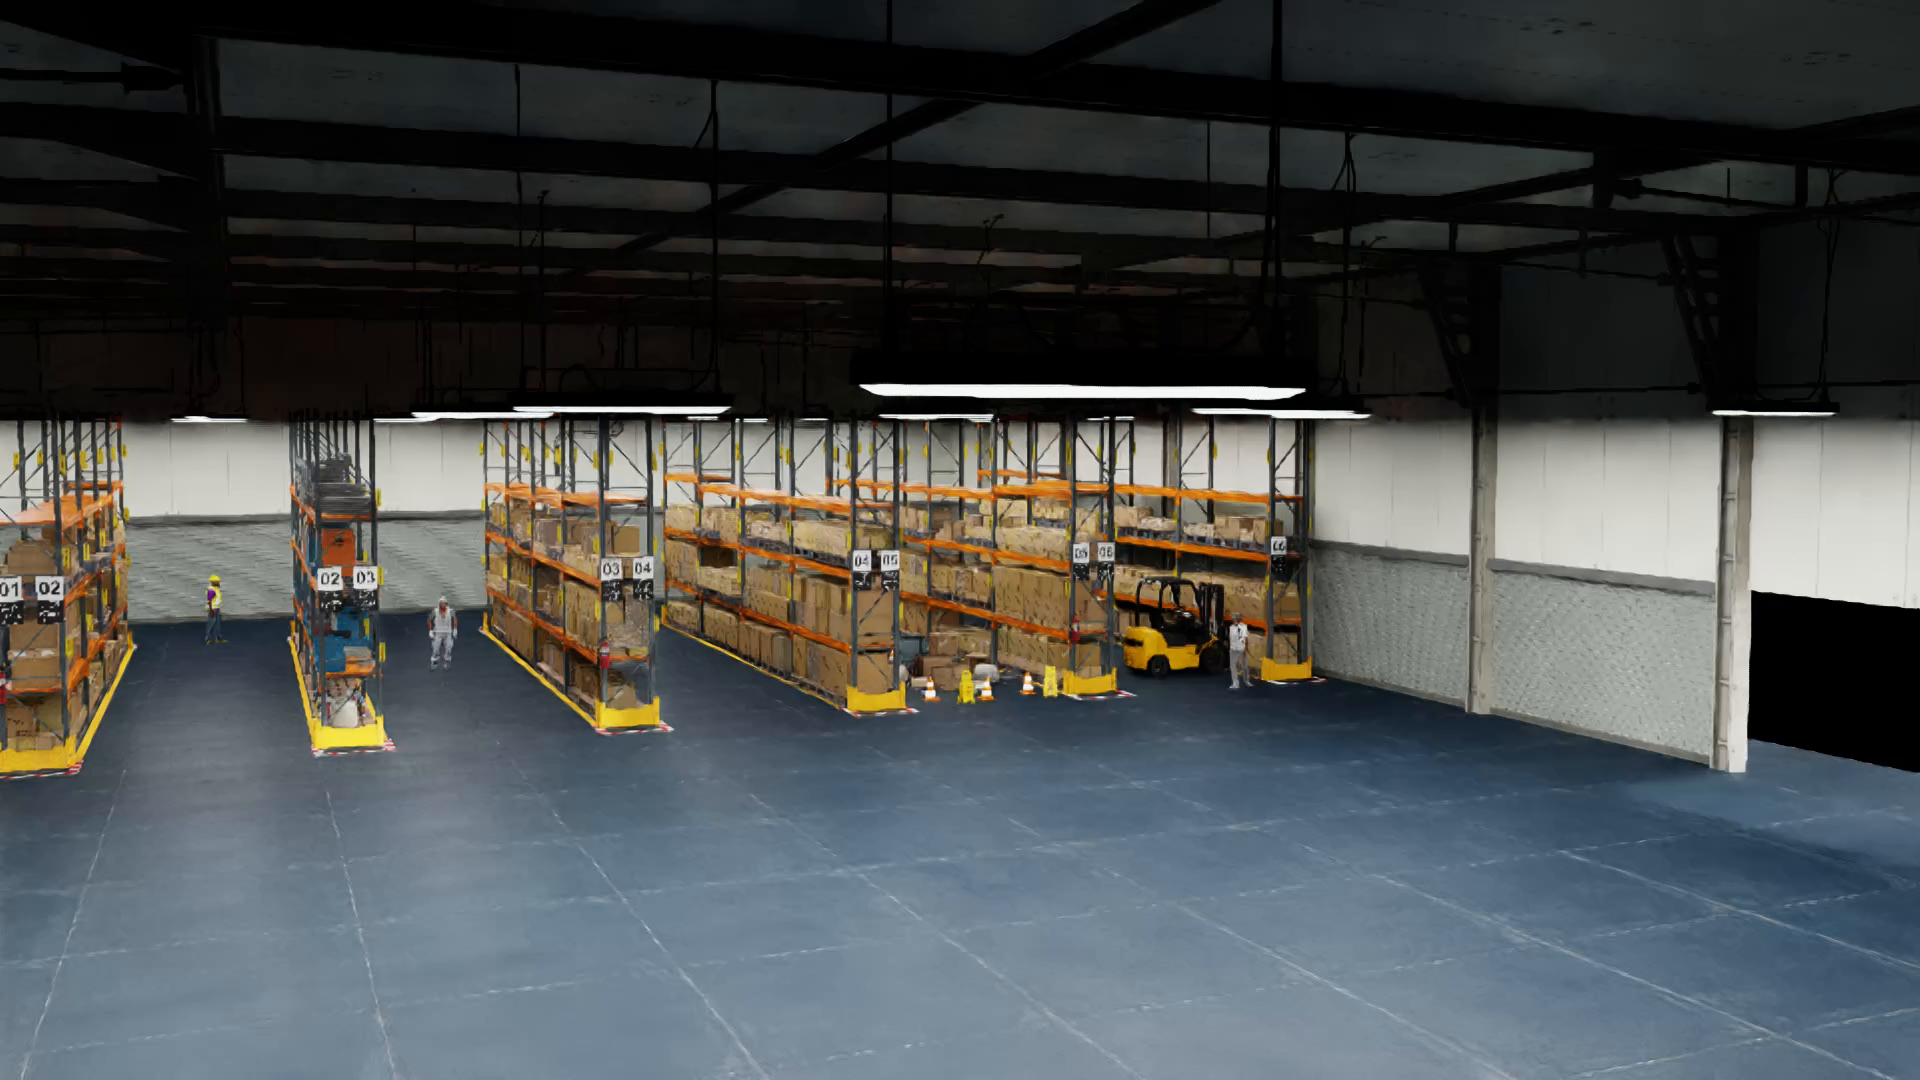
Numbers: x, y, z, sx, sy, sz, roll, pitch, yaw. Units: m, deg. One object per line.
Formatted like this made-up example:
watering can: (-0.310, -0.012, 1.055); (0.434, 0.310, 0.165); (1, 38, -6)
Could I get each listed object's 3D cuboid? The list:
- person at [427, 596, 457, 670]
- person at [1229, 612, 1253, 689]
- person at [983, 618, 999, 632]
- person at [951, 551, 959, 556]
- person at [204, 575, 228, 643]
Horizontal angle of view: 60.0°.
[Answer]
person: (-11.992, 2.163, 38.533); (0.677, 1.741, 0.552); (-2, 4, -24)
person: (6.065, 2.377, 35.989); (0.505, 1.654, 0.598); (3, 5, 34)
person: (0.779, 1.625, 45.589); (0.565, 1.783, 0.662); (0, 4, 5)
person: (-0.069, 1.160, 53.444); (0.516, 1.650, 0.687); (3, 5, 39)
person: (-19.462, 1.800, 43.393); (0.513, 1.770, 0.670); (-1, 4, -11)
